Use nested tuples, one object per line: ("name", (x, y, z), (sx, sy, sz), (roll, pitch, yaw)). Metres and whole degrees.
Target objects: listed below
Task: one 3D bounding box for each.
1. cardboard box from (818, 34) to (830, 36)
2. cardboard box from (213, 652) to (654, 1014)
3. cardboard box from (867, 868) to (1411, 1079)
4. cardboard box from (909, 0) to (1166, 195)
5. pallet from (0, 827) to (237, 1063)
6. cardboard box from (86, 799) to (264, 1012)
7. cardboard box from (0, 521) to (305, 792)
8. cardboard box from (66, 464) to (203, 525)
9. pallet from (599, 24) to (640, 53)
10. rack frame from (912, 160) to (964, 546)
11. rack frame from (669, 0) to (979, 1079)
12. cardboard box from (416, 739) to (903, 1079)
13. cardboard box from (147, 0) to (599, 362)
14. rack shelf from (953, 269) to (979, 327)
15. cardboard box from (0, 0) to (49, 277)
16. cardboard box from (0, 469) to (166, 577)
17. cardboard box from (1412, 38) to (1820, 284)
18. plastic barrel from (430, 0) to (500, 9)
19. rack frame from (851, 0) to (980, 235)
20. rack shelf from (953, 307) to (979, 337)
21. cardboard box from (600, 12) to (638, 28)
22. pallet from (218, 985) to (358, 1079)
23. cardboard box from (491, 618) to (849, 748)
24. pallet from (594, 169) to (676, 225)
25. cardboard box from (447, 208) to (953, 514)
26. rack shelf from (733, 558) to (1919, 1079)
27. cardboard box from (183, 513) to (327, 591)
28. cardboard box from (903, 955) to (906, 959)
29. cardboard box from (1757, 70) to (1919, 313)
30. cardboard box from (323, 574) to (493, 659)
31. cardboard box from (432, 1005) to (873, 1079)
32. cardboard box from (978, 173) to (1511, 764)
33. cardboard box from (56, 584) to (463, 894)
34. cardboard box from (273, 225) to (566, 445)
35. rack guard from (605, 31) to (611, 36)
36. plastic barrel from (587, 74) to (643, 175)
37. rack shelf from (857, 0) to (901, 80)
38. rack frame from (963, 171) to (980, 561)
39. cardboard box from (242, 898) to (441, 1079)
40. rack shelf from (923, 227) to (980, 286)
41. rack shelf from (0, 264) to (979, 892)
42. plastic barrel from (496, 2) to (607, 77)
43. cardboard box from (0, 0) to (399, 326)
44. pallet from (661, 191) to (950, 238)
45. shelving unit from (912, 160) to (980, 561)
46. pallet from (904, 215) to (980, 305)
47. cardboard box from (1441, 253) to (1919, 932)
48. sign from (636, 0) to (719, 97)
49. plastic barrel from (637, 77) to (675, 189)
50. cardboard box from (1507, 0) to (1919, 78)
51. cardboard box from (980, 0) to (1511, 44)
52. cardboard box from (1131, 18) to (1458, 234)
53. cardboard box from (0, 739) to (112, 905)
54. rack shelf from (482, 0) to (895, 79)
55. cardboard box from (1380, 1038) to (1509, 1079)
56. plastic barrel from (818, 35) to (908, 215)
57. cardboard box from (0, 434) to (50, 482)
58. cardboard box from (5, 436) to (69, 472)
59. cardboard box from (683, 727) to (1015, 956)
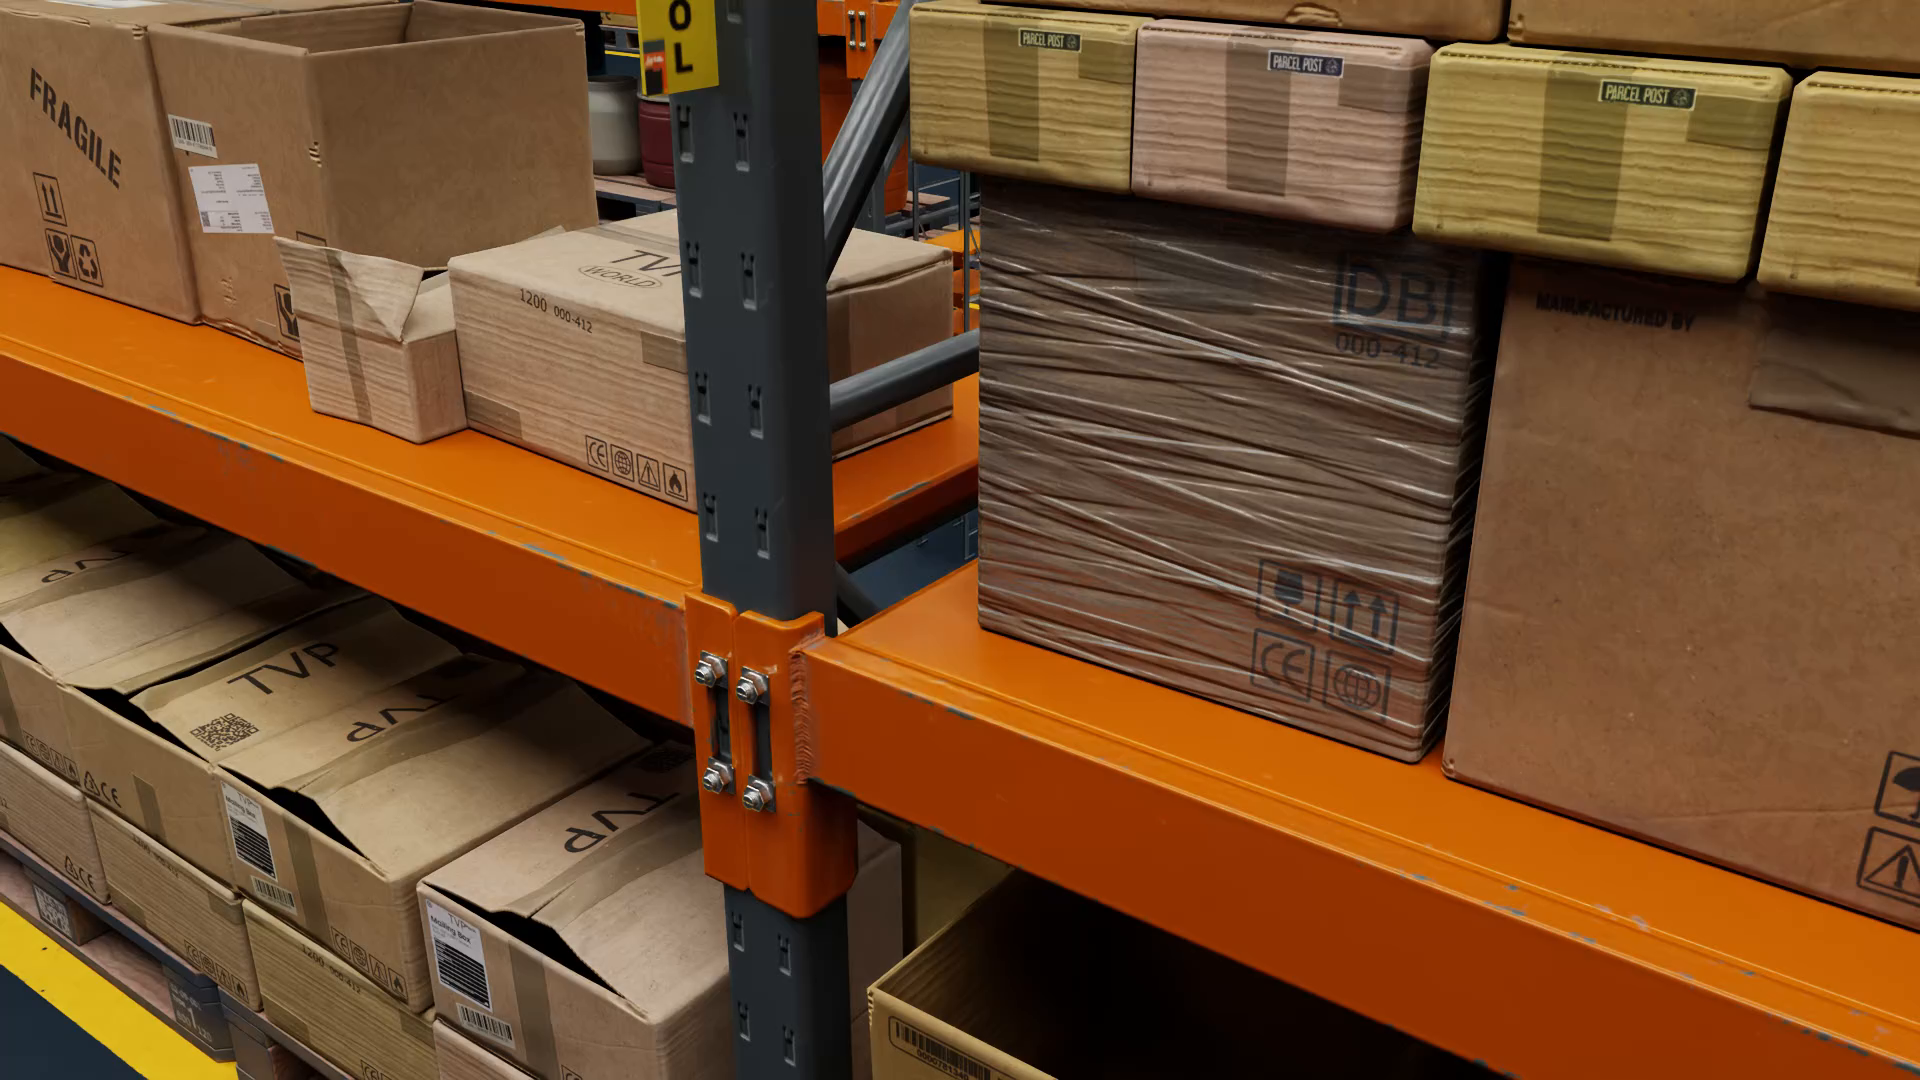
("cardboard box", (-0.875, -4.784, 14.502), (0.875, 0.875, 0.875), (17, 29, 33))
("cardboard box", (-0.853, 0.431, 2.744), (0.500, 0.311, 0.500), (18, 29, 35))
("cardboard box", (0.246, 0.687, 1.929), (0.500, 0.500, 0.500), (17, 29, 33))
("cardboard box", (0.162, -0.464, 1.654), (0.250, 0.149, 0.380), (17, 29, 33))
("pallet", (-1.531, 0.567, 3.702), (1.213, 0.211, 1.003), (17, 29, 33))
("cardboard box", (-1.256, 0.564, 3.139), (0.500, 0.250, 0.500), (18, 29, 34))
("cardboard box", (-1.651, 0.187, 3.299), (0.500, 0.311, 0.500), (16, 29, 33))
("cardboard box", (-1.749, -0.113, 3.980), (0.500, 0.311, 0.500), (17, 29, 33))
("pallet", (-2.909, -4.902, 16.113), (1.213, 0.211, 1.003), (17, 29, 33))
("rack frame", (-0.062, -0.568, 5.050), (0.006, 1.200, 0.240), (17, 29, 33))
("rack frame", (0.063, -0.249, 2.094), (0.127, 3.000, 1.000), (17, 29, 33))
("cardboard box", (-0.433, 0.555, 2.463), (0.500, 0.311, 0.500), (17, 29, 33))
("cardboard box", (-0.964, -0.613, 2.797), (0.500, 0.500, 0.500), (19, 30, 37))
("rack shelf", (0.012, -0.725, 4.921), (0.180, 0.103, 0.258), (17, 29, 33))
("cardboard box", (-1.786, -0.861, 3.361), (0.500, 0.500, 0.500), (15, 28, 31))
("cardboard box", (-2.063, 0.063, 3.580), (0.500, 0.311, 0.500), (16, 28, 32))
("cardboard box", (0.570, -0.341, 1.376), (0.250, 0.149, 0.380), (16, 28, 32))
("plastic barrel", (-2.940, -2.875, 10.138), (0.708, 0.901, 0.600), (17, 29, 33))
("rack frame", (-0.164, -2.813, 7.915), (0.127, 3.000, 1.000), (17, 29, 33))
("rack shelf", (0.012, -0.615, 4.970), (0.180, 0.103, 0.258), (17, 29, 33))
("cardboard box", (-3.035, -5.437, 15.983), (0.875, 0.875, 0.875), (17, 29, 33))
("pallet", (-0.550, 0.862, 3.032), (1.213, 0.211, 1.003), (17, 29, 33))
("cardboard box", (-0.516, 0.258, 3.139), (0.500, 0.311, 0.500), (16, 29, 33))
("pallet", (-1.792, -2.010, 9.549), (1.213, 0.211, 1.003), (17, 29, 33))
("cardboard box", (-0.357, -0.285, 2.363), (0.500, 0.250, 0.500), (19, 30, 36))
("rack shelf", (1.663, 0.564, 1.142), (4.000, 0.370, 1.077), (17, 29, 33))
("cardboard box", (-1.350, 0.009, 3.703), (0.500, 0.311, 0.500), (18, 29, 35))
("cardboard box", (-0.111, 0.640, 2.967), (0.500, 0.250, 0.500), (16, 28, 32))
("cardboard box", (0.781, -0.278, 1.233), (0.250, 0.149, 0.380), (17, 29, 33))
("cardboard box", (-0.931, 0.133, 3.422), (0.500, 0.311, 0.500), (16, 28, 32))
("cardboard box", (-0.443, 0.811, 2.579), (0.500, 0.250, 0.500), (16, 29, 33))
("cardboard box", (0.422, -0.189, 1.835), (0.500, 0.500, 0.700), (16, 28, 32))
("cardboard box", (-1.251, 0.310, 3.020), (0.500, 0.311, 0.500), (17, 29, 33))
("cardboard box", (-0.751, -0.341, 2.470), (0.258, 0.266, 0.396), (16, 28, 32))
("rack guard", (-3.615, -5.208, 16.450), (0.348, 0.500, 1.175), (17, 29, 33))
("plastic barrel", (-1.975, -2.361, 9.452), (0.421, 0.512, 0.421), (0, 24, 0))
("rack shelf", (1.436, -2.000, 6.962), (4.000, 0.370, 1.077), (17, 29, 33))
("rack frame", (0.085, -0.523, 4.950), (0.006, 1.200, 0.240), (17, 29, 33))
("cardboard box", (-0.847, 0.688, 2.858), (0.500, 0.250, 0.500), (16, 29, 33))
("rack shelf", (0.012, -0.834, 4.873), (0.180, 0.103, 0.258), (17, 29, 33))
("rack shelf", (-1.538, -0.403, 3.337), (4.000, 0.370, 1.077), (17, 29, 33))
("plastic barrel", (-2.373, -2.704, 9.749), (0.708, 0.901, 0.600), (17, 29, 33))
("cardboard box", (-1.364, -0.734, 3.072), (0.500, 0.500, 0.500), (17, 29, 33))
("pallet", (-0.820, -1.714, 8.879), (1.213, 0.211, 1.003), (17, 29, 33))
("shelving unit", (0.012, -0.546, 5.000), (0.189, 1.200, 0.258), (17, 29, 33))
("pallet", (0.432, -1.337, 8.024), (1.213, 0.211, 1.003), (17, 29, 33))
("cardboard box", (0.847, -0.064, 1.551), (0.500, 0.500, 0.700), (16, 29, 33))
("sign", (-0.255, -0.565, 1.474), (0.005, 0.325, 0.100), (17, 29, 33))
("plastic barrel", (-1.470, -2.288, 9.192), (0.708, 0.588, 0.600), (17, 29, 33))
("cardboard box", (0.827, -0.661, 1.297), (0.500, 0.500, 0.700), (17, 29, 33))
("cardboard box", (0.422, -0.783, 1.574), (0.500, 0.500, 0.700), (17, 29, 34))
("cardboard box", (0.362, -0.403, 1.517), (0.250, 0.149, 0.380), (17, 29, 34))
("cardboard box", (-1.663, 0.441, 3.419), (0.500, 0.250, 0.500), (18, 29, 34))
("rack shelf", (-1.765, -2.968, 9.158), (4.000, 0.370, 1.077), (17, 29, 33))
("cardboard box", (0.651, 0.806, 1.661), (0.500, 0.500, 0.500), (17, 29, 33))
("plastic barrel", (-0.566, -2.125, 8.524), (0.708, 0.830, 0.600), (17, 29, 33))
("cardboard box", (-2.470, -0.061, 3.862), (0.500, 0.311, 0.500), (16, 28, 32))
("cardboard box", (-2.151, -0.236, 4.259), (0.500, 0.311, 0.500), (16, 29, 33))
("cardboard box", (-0.119, 0.380, 2.860), (0.500, 0.311, 0.500), (17, 29, 33))
